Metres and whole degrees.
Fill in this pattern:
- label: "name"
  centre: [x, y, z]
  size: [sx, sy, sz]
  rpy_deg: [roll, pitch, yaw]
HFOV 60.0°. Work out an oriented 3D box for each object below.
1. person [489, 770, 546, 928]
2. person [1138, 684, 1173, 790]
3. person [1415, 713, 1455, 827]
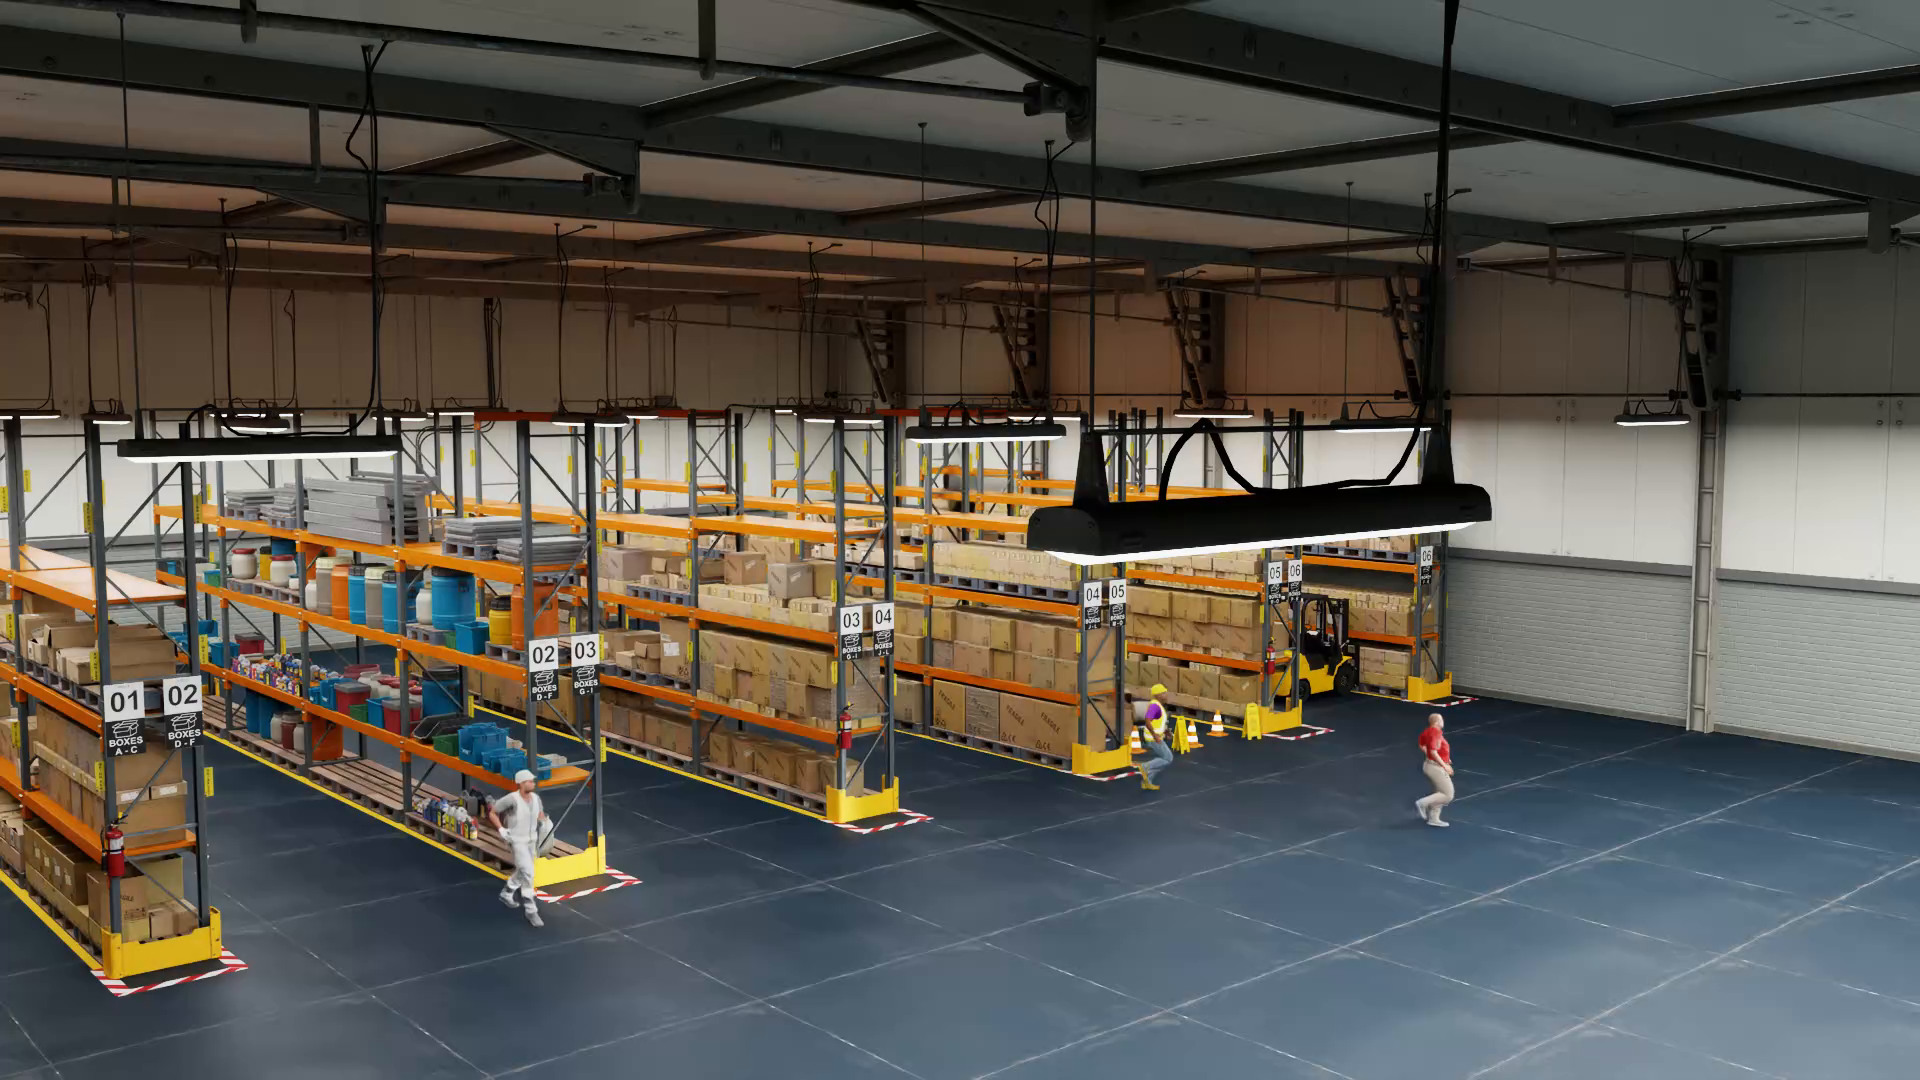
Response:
- label: "person"
  centre: [-5.252, 3.672, 20.095]
  size: [0.941, 1.807, 0.666]
  rpy_deg: [3, 6, 28]
- label: "person"
  centre: [3.126, 3.149, 26.619]
  size: [0.557, 1.691, 0.662]
  rpy_deg: [0, 5, 2]
- label: "person"
  centre: [6.930, 3.367, 24.332]
  size: [0.603, 1.688, 0.665]
  rpy_deg: [0, 5, -5]
